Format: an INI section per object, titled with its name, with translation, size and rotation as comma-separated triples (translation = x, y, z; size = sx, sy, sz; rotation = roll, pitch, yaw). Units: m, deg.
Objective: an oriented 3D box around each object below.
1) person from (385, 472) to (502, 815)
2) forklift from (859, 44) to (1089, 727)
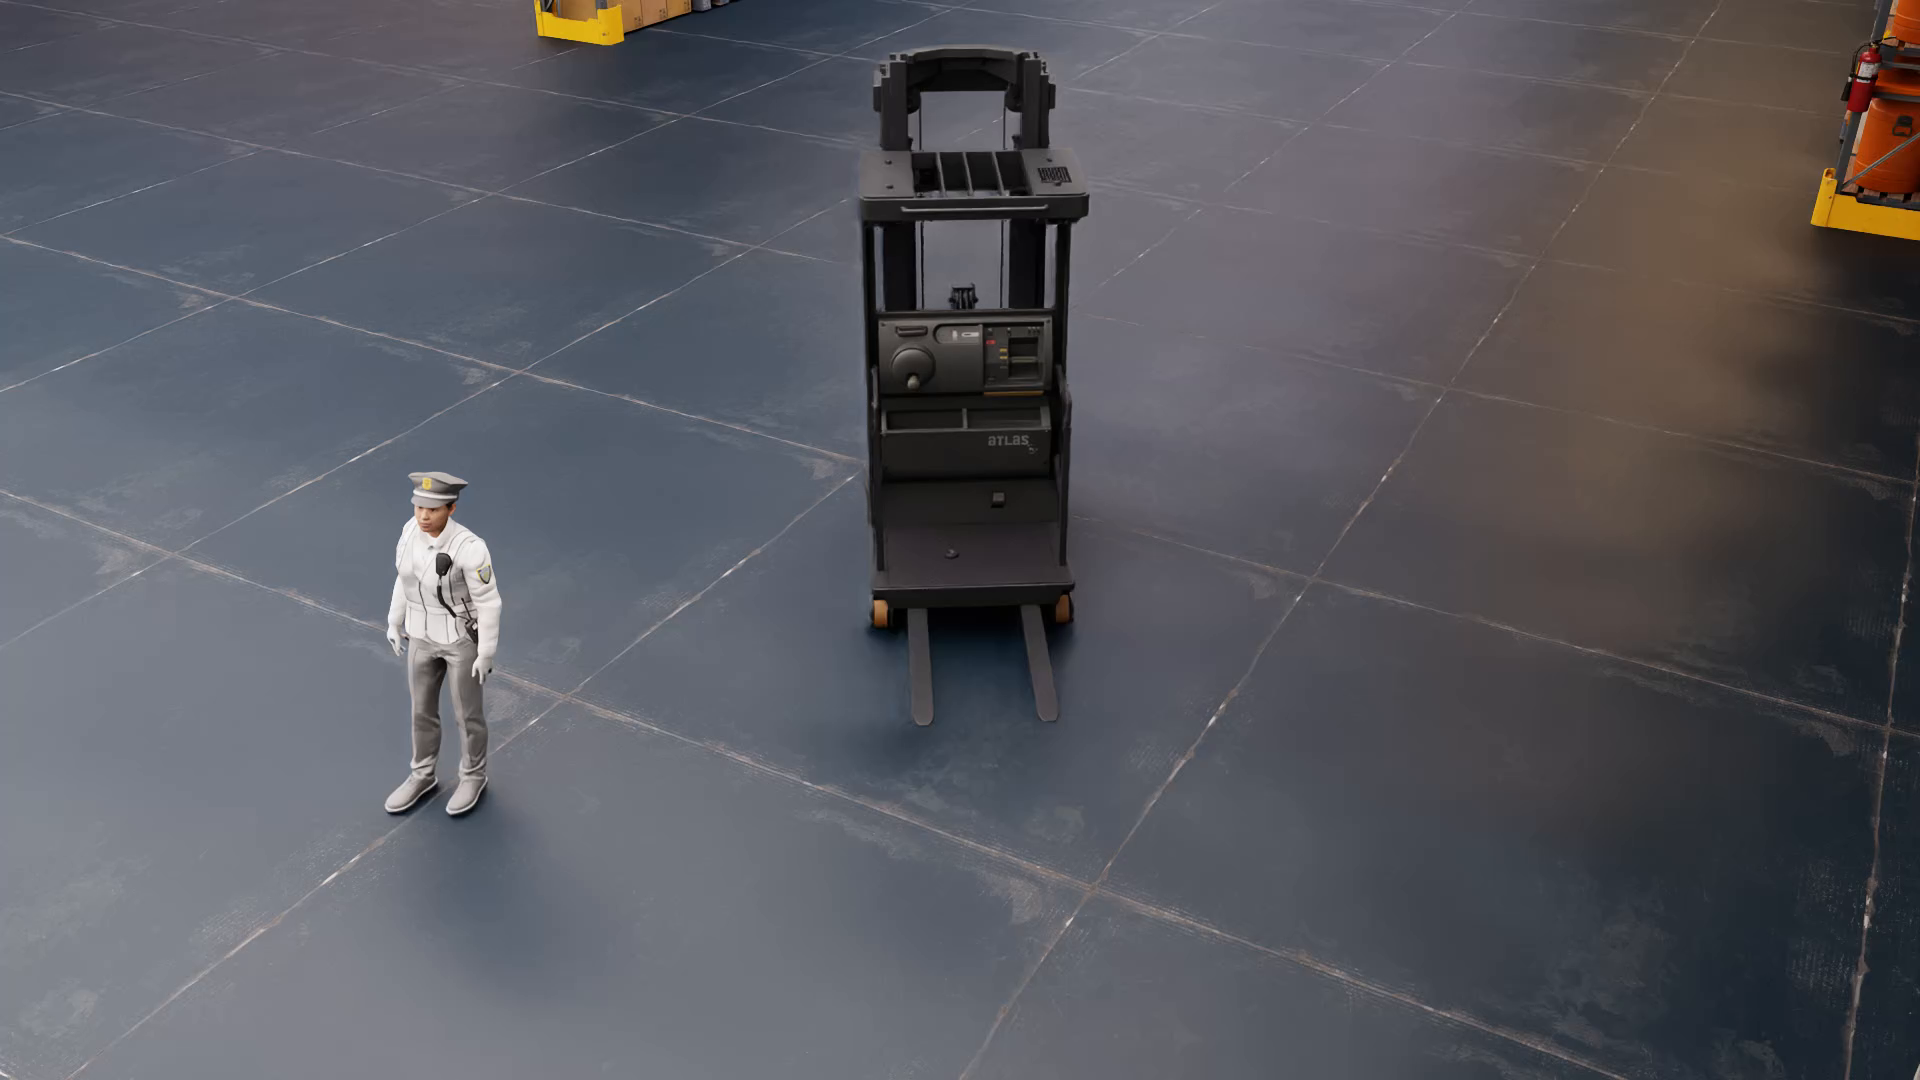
[person]
translation = -2.348, 0.474, 7.475
size = 0.580, 1.698, 0.528
rotation = 12, 32, 20
[forklift]
translation = 0.046, -0.947, 8.712
size = 1.130, 2.935, 3.031
rotation = -2, 30, -3
